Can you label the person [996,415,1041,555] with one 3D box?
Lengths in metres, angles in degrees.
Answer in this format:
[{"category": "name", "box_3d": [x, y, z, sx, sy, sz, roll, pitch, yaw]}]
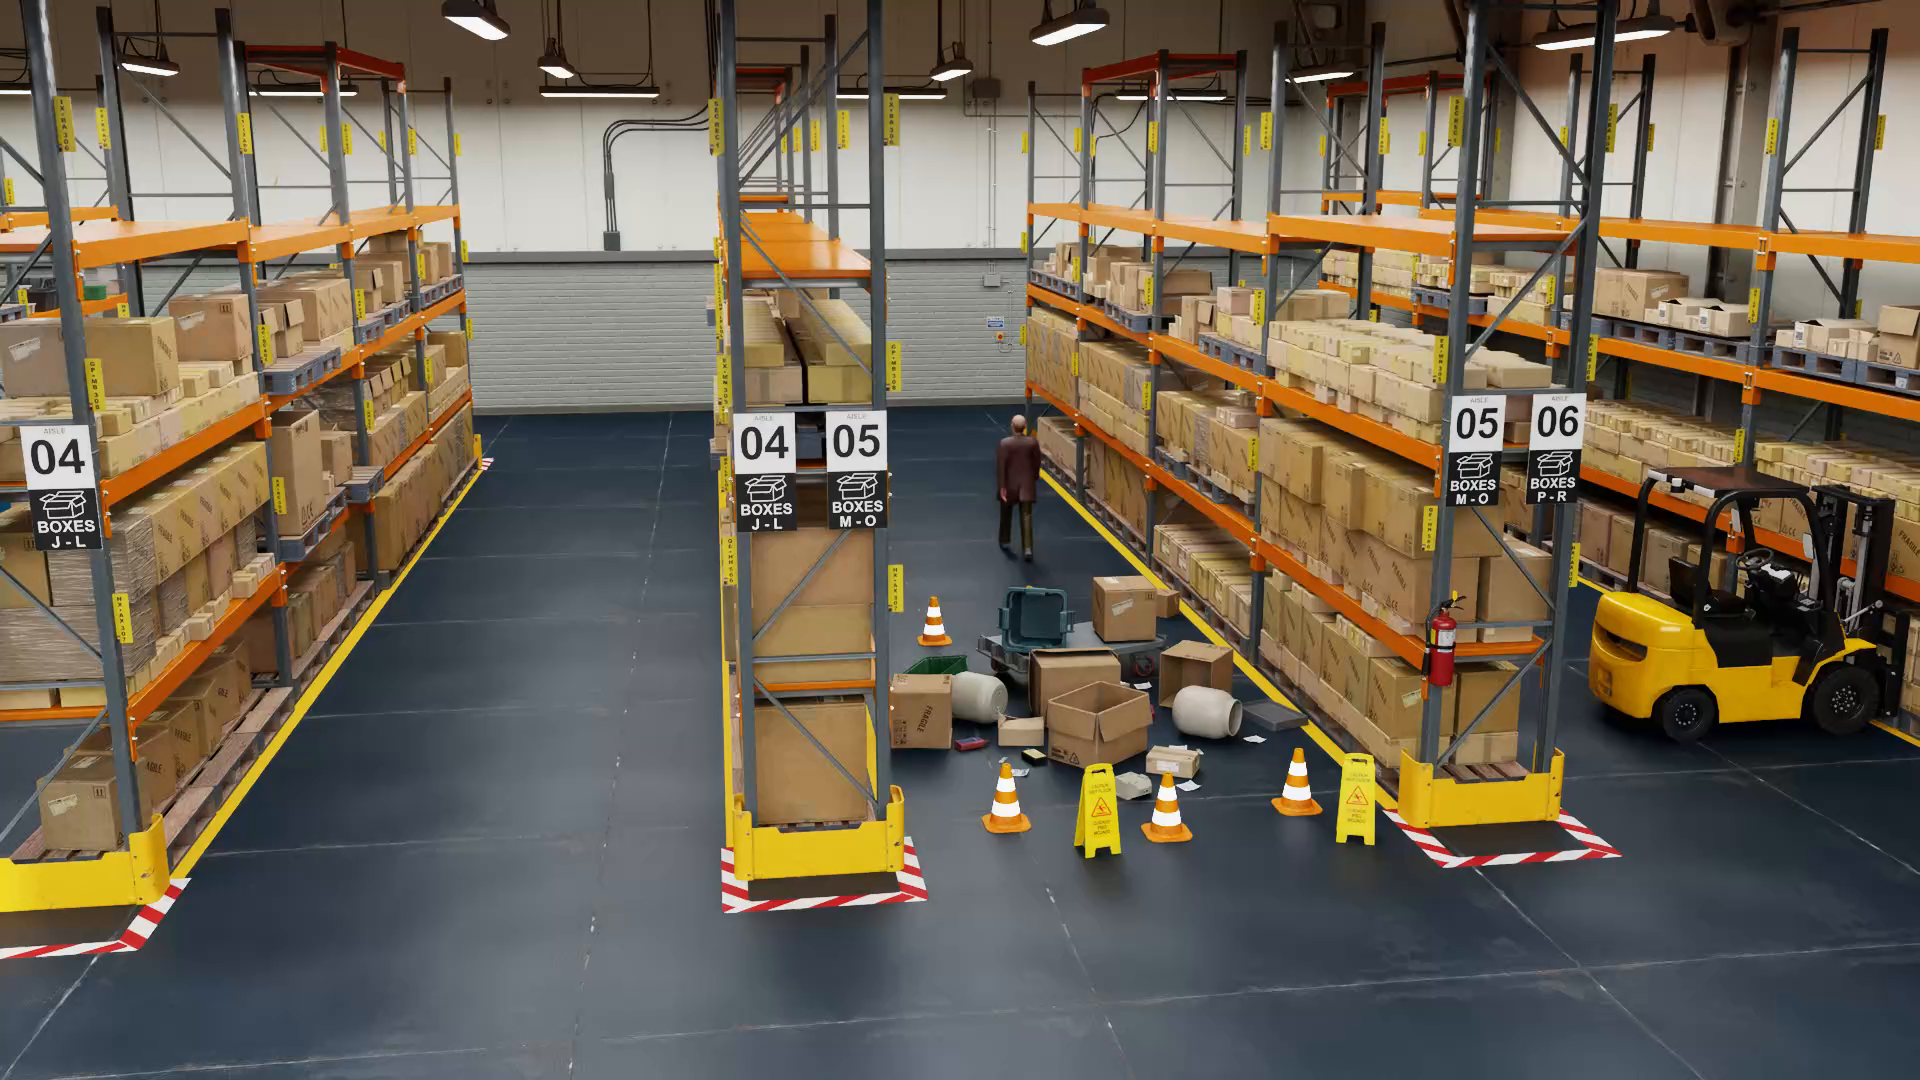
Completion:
[{"category": "person", "box_3d": [0.717, -0.709, 20.592, 0.574, 1.727, 1.101, -1, 13, -6]}]
